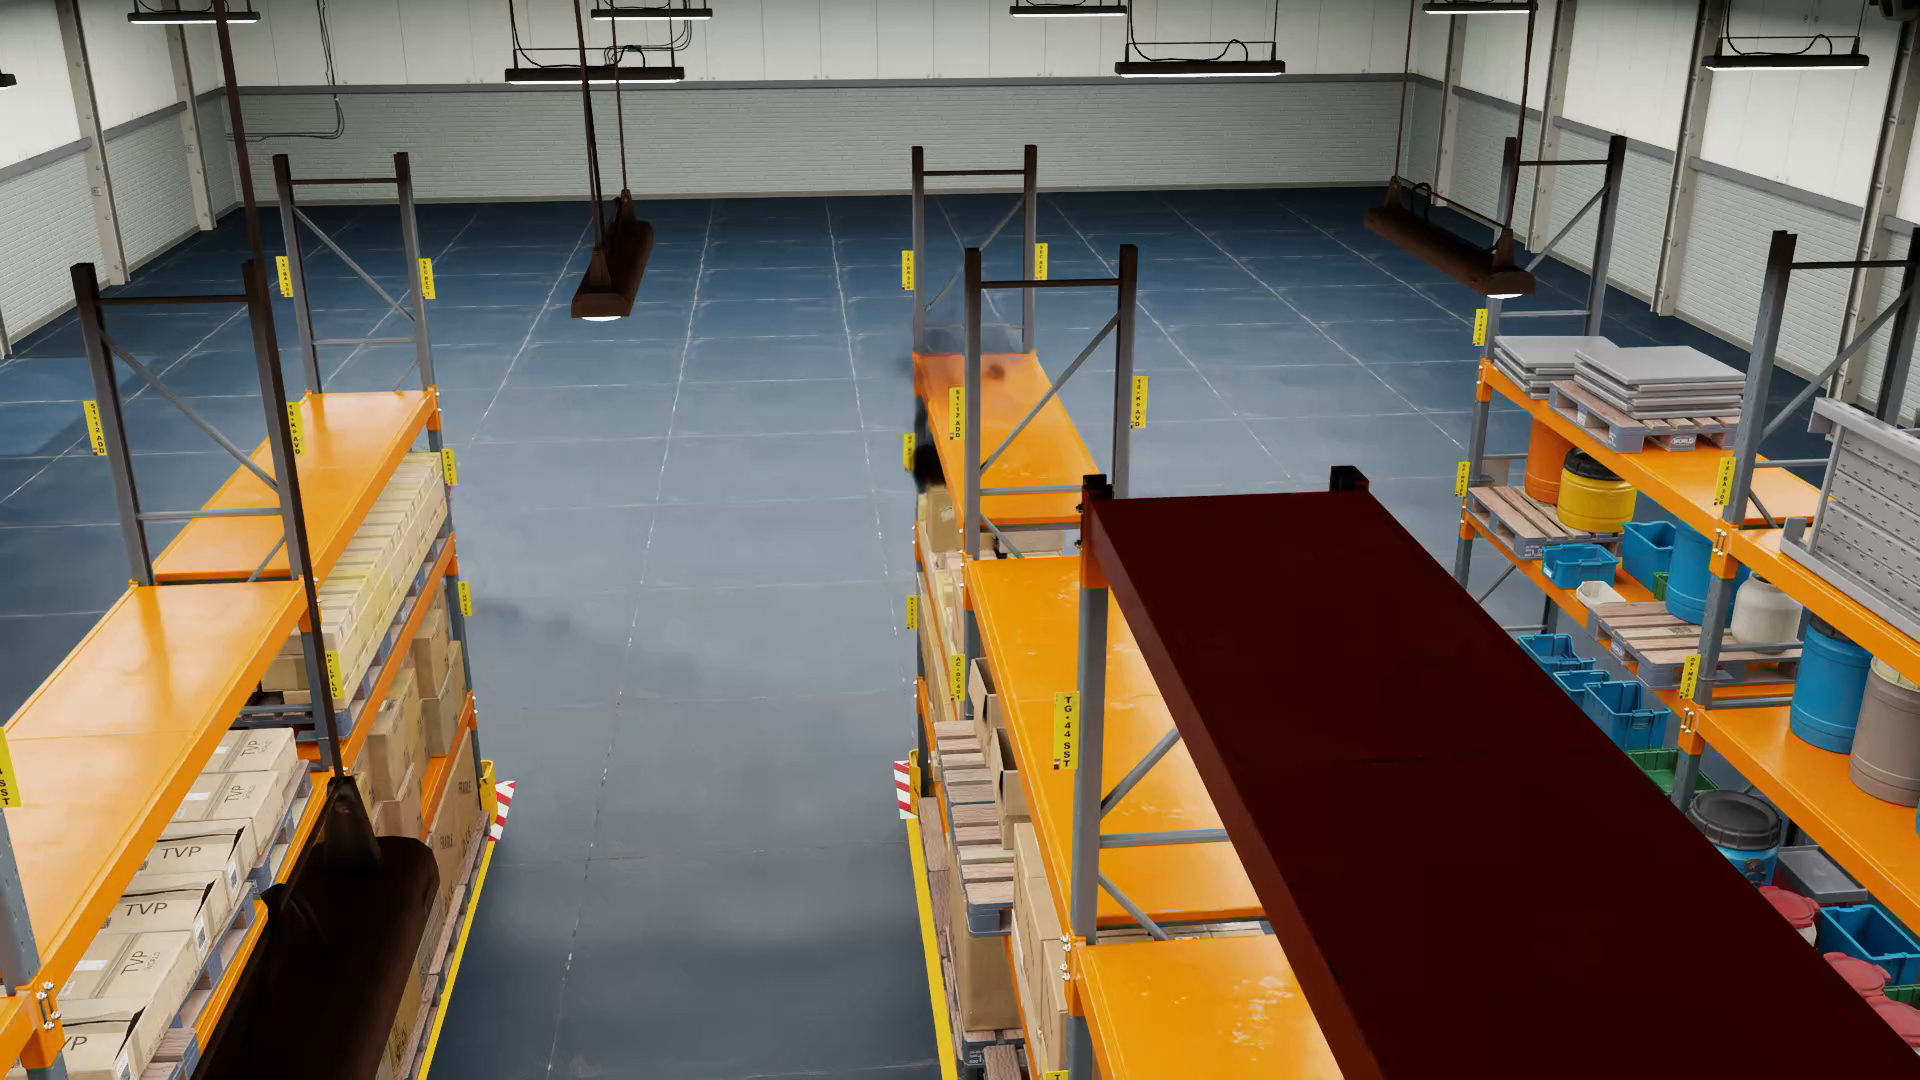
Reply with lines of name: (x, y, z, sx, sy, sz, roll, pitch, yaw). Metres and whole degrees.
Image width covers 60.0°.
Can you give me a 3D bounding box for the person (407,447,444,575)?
person: (-6.617, -0.318, 20.091, 0.969, 1.753, 0.660, 11, 24, 25)
